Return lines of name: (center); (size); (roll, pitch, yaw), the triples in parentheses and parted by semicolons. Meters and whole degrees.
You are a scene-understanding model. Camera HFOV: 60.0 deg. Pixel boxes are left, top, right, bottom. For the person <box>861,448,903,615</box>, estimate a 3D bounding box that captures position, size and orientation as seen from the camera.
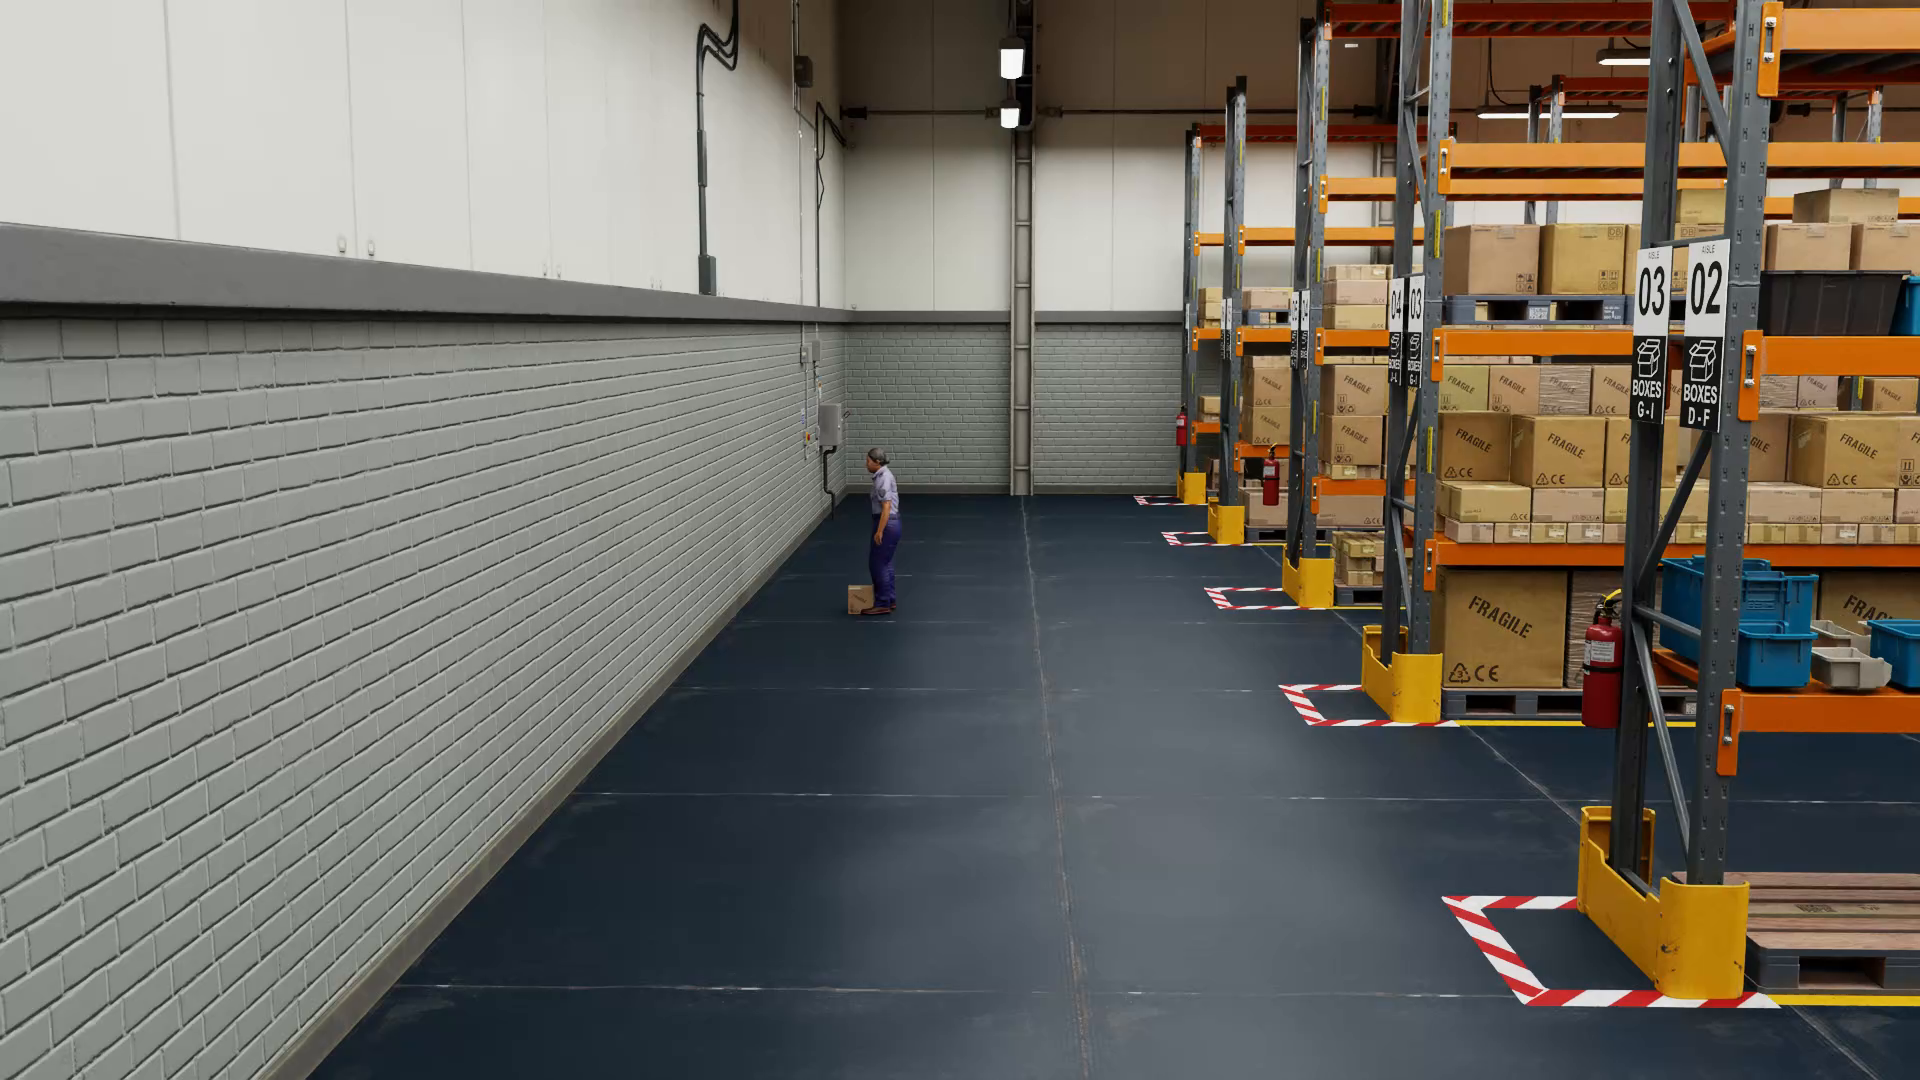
person: (-0.780, -0.097, 16.562); (0.414, 1.652, 0.543); (0, 7, 1)
